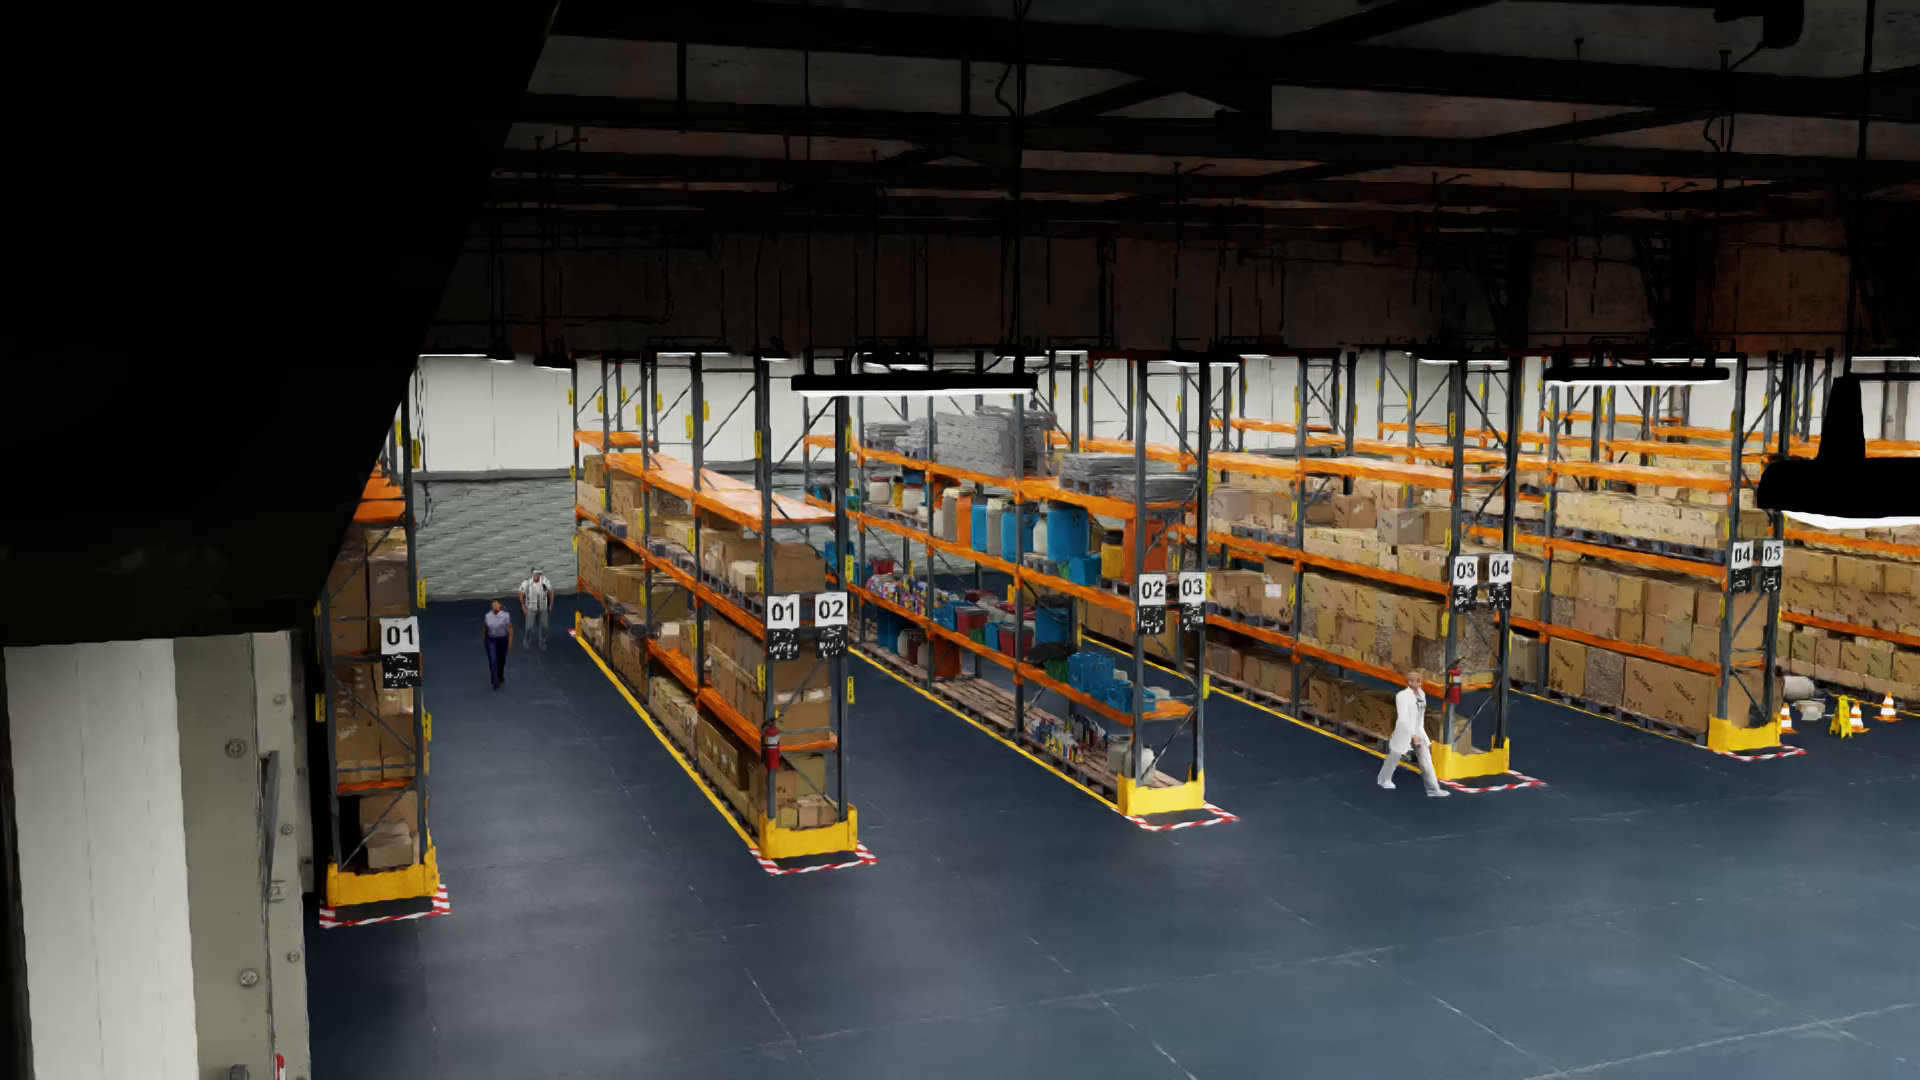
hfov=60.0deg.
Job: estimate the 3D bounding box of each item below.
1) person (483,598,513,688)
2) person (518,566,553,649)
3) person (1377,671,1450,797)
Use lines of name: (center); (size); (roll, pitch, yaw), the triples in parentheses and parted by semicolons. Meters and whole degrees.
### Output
person: (-8.305, 1.823, 29.930); (0.491, 1.590, 1.001); (-3, 8, -22)
person: (-8.500, 1.343, 33.375); (0.682, 1.711, 0.536); (-3, 8, -23)
person: (6.183, 2.639, 22.773); (0.580, 1.715, 1.105); (-4, 8, -29)
